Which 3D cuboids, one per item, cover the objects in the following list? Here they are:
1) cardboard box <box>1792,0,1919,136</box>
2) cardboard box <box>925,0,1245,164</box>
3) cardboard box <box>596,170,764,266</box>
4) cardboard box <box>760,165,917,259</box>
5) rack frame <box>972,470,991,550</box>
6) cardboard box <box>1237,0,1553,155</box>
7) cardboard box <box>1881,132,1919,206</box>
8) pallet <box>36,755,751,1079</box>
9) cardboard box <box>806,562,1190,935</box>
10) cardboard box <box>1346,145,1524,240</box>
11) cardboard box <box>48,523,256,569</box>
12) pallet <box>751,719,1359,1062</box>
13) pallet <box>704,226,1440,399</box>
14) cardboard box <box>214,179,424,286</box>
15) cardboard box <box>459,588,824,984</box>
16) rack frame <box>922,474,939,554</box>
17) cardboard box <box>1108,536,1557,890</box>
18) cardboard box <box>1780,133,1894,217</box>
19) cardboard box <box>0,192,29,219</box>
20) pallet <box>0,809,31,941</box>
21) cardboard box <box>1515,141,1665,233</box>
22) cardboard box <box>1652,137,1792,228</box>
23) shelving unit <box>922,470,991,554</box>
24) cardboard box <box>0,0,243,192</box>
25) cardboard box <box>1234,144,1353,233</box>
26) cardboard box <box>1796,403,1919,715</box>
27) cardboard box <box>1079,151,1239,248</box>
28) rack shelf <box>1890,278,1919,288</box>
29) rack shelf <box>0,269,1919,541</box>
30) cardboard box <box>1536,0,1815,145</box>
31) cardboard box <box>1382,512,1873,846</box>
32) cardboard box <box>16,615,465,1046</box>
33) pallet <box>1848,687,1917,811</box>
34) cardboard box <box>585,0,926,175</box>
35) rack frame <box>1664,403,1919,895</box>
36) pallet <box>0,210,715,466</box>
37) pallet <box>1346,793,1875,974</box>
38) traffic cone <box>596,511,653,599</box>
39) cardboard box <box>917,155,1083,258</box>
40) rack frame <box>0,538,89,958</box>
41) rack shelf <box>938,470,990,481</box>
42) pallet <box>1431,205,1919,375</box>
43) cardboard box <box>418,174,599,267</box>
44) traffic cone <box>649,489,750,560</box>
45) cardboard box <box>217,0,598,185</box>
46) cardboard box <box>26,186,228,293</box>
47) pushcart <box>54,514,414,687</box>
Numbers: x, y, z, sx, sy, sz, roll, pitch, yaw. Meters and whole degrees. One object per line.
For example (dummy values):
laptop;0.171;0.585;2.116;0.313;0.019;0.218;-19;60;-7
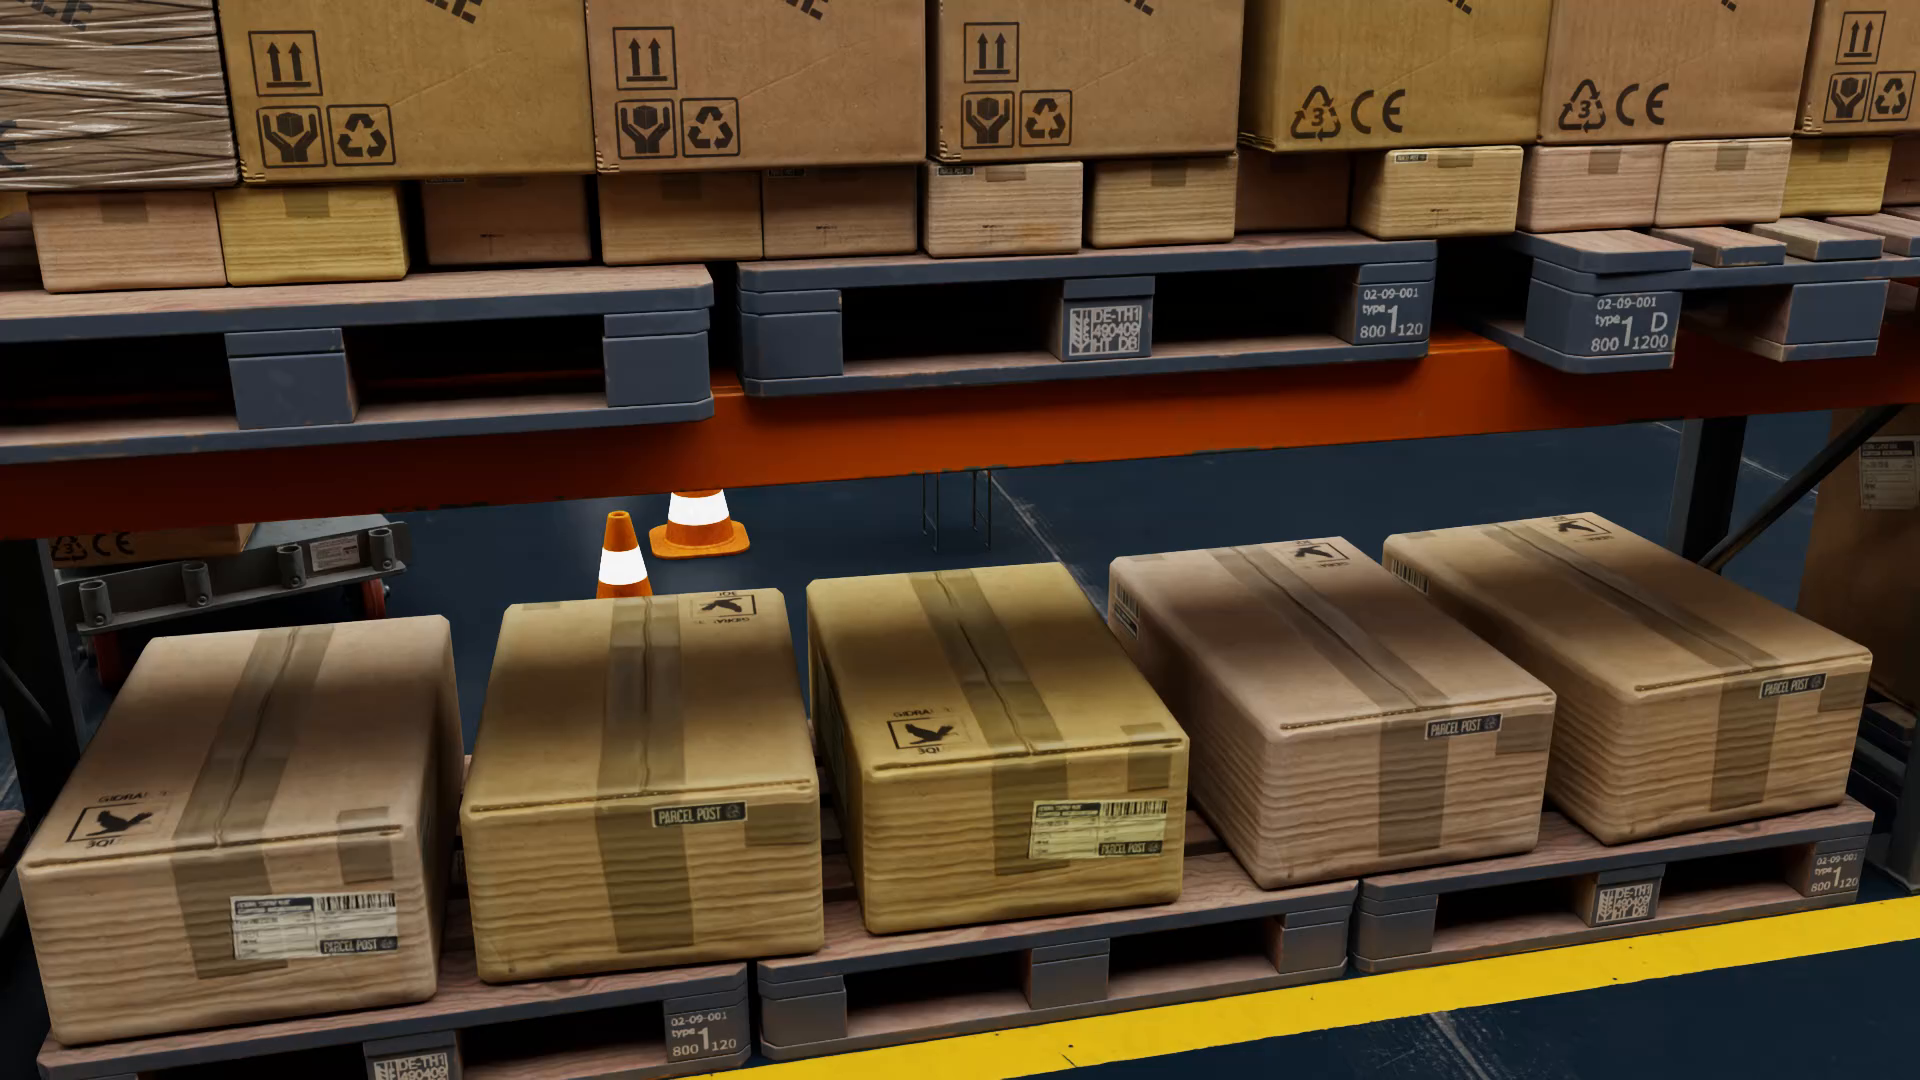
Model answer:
cardboard box;1.668;-1.051;3.134;0.500;0.500;0.500;-5;21;-14
cardboard box;0.145;-0.923;2.785;0.500;0.500;0.500;-6;21;-15
cardboard box;-0.473;-0.568;2.758;0.250;0.149;0.380;-4;21;-12
cardboard box;-0.232;-0.587;2.810;0.250;0.149;0.380;-4;21;-12
rack frame;0.075;-0.569;5.625;0.006;1.200;0.240;-5;21;-12
cardboard box;0.676;-0.966;2.902;0.500;0.500;0.500;-6;21;-16
cardboard box;1.781;-0.770;3.312;0.250;0.149;0.380;-4;20;-10
pallet;-1.089;0.768;3.412;1.213;0.211;1.003;-5;21;-12
cardboard box;0.038;0.401;3.568;0.625;0.372;0.950;-4;20;-11
cardboard box;0.791;-0.646;2.973;0.250;0.149;0.380;-4;21;-12
cardboard box;-2.285;-0.255;4.682;0.500;0.500;0.500;-5;21;-12
pallet;0.100;0.670;3.678;1.213;0.211;1.003;-5;21;-12
pallet;0.129;-0.536;3.194;1.213;0.211;1.003;-5;21;-12
cardboard box;-0.991;-0.513;2.610;0.250;0.149;0.380;-4;21;-11
cardboard box;-0.638;0.457;3.416;0.625;0.372;0.950;-3;20;-9
rack frame;-0.103;-0.555;5.585;0.006;1.200;0.240;-5;21;-12
cardboard box;0.778;0.343;3.727;0.625;0.372;0.950;-5;21;-14
cardboard box;1.537;-0.725;3.188;0.250;0.149;0.380;-4;21;-12
cardboard box;-3.712;-1.301;7.485;0.875;0.875;0.875;-4;21;-12
pallet;-2.492;0.895;3.065;1.213;0.211;1.003;-5;21;-12
cardboard box;1.055;-0.673;3.045;0.250;0.149;0.380;-6;21;-15
cardboard box;1.302;-0.690;3.092;0.250;0.149;0.380;-5;21;-13
shelving unit;-0.014;-0.562;5.605;0.189;1.200;0.258;-5;21;-12
cardboard box;-1.324;-0.804;2.461;0.500;0.500;0.500;-4;21;-11
cardboard box;0.517;-0.669;3.034;0.250;0.149;0.380;-4;21;-12
cardboard box;2.737;-0.022;3.993;0.875;0.875;0.875;-5;21;-13
cardboard box;0.292;-0.621;2.905;0.250;0.149;0.380;-5;21;-14
rack shelf;3.992;-0.616;4.182;4.000;0.370;1.077;-5;21;-12
rack shelf;0.100;-0.300;3.318;4.000;0.370;1.077;-5;21;-12
cardboard box;1.167;-1.006;3.012;0.500;0.500;0.500;-5;21;-13
cardboard box;1.494;0.282;3.893;0.625;0.372;0.950;-6;21;-16
cardboard box;-1.337;0.515;3.258;0.625;0.372;0.950;-4;21;-12
pallet;2.831;0.476;4.208;1.213;0.211;1.003;-5;21;-12
cardboard box;-0.353;-0.879;2.664;0.500;0.500;0.500;-5;21;-13
rack frame;2.046;-0.796;3.627;0.127;3.000;1.000;-5;21;-12
pallet;-1.069;-0.401;2.828;1.213;0.211;1.003;-5;21;-12
pallet;1.285;0.575;3.939;1.213;0.211;1.003;-5;21;-12
traffic cone;-0.962;0.145;4.746;0.334;0.463;0.336;-5;21;-12
cardboard box;0.039;-0.590;2.820;0.250;0.149;0.380;-4;20;-10
rack frame;-1.847;-0.479;2.762;0.127;3.000;1.000;-5;21;-12
rack shelf;-0.014;-0.295;5.703;0.180;0.103;0.258;-5;21;-12
pallet;1.377;-0.614;3.408;1.003;0.211;1.213;-5;21;-12
cardboard box;-0.733;-0.561;2.741;0.250;0.149;0.380;-3;20;-9
traffic cone;-0.910;-0.213;5.722;0.334;0.463;0.336;-5;21;-12
cardboard box;-0.837;-0.844;2.570;0.500;0.500;0.500;-5;21;-12
cardboard box;-1.236;-0.497;2.564;0.250;0.149;0.380;-4;21;-12
pushcart;-2.420;-0.007;5.286;0.936;0.377;1.648;-13;24;-31
